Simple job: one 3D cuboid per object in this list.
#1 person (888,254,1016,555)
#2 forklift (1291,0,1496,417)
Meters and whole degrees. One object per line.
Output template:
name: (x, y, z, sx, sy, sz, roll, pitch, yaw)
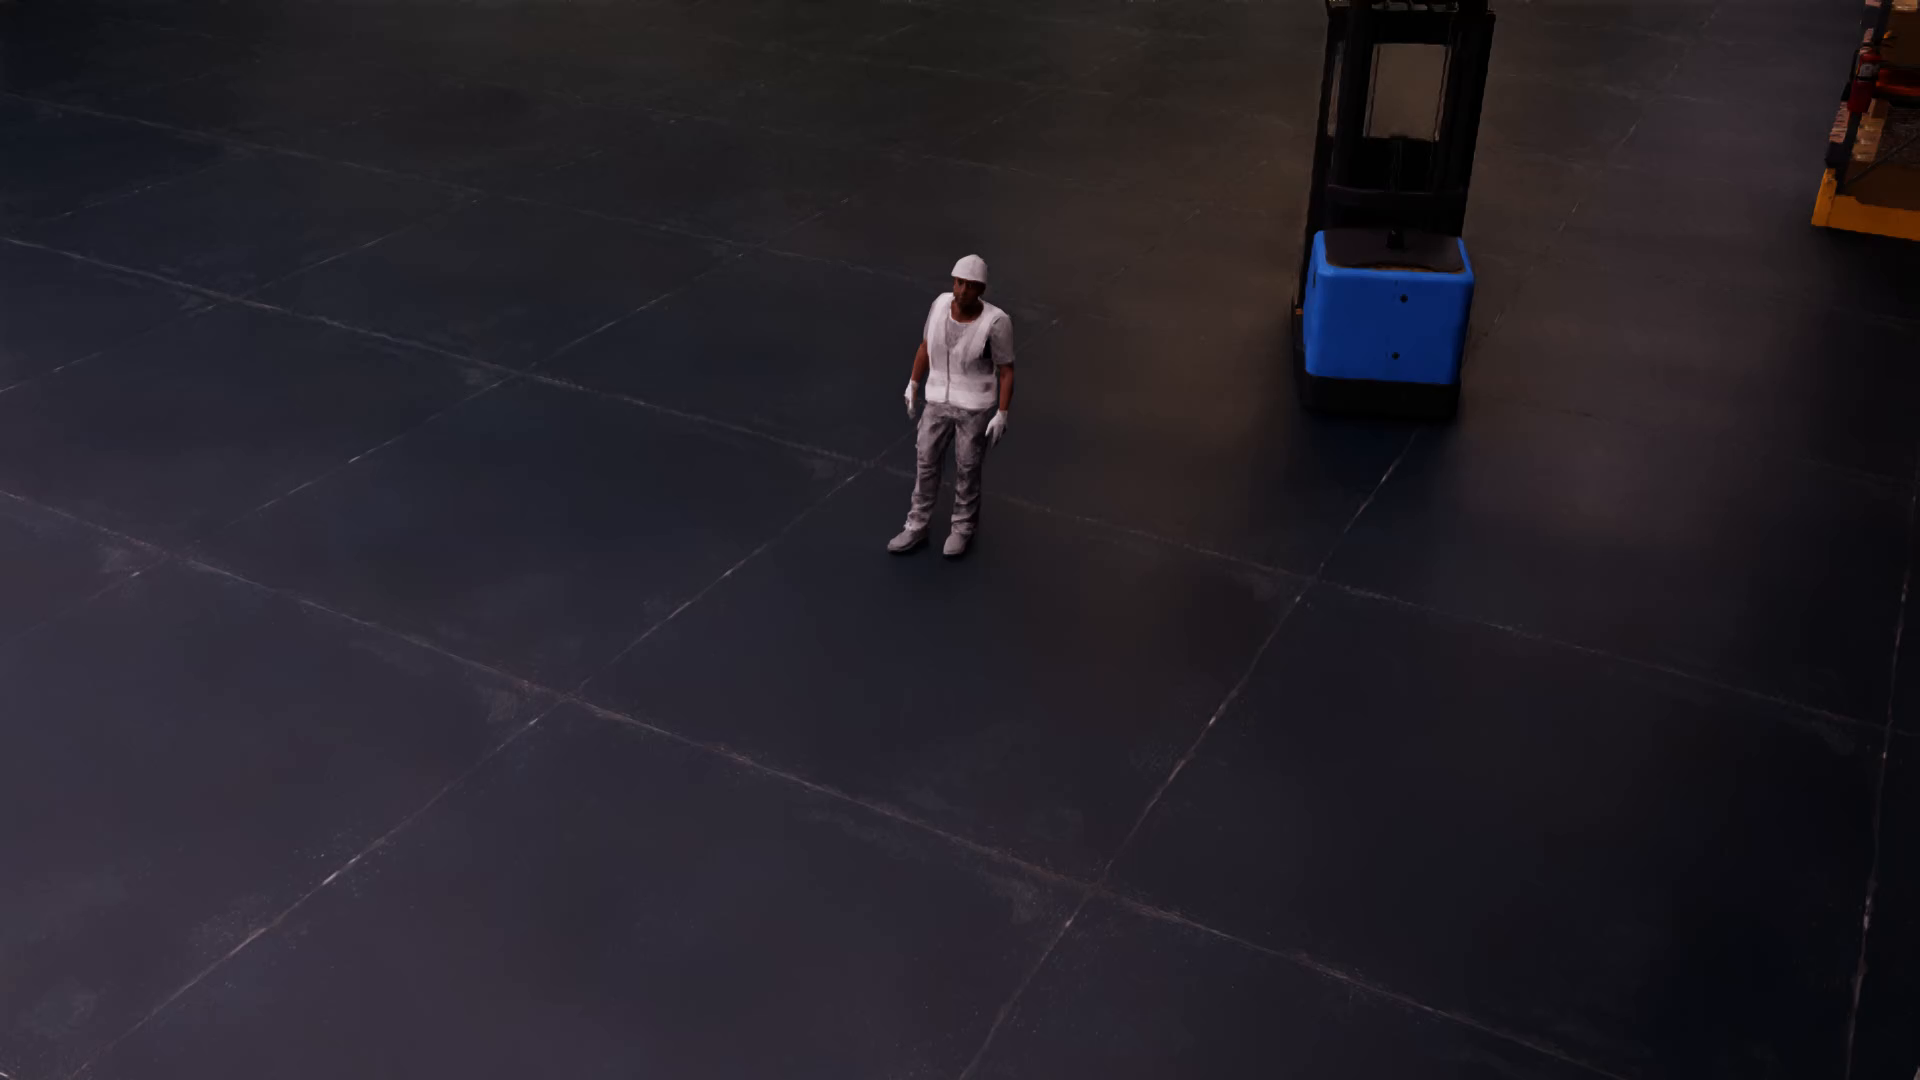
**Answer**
person: (-0.042, -0.749, 9.502, 0.655, 1.782, 0.576, 15, 33, 25)
forklift: (3.096, -2.824, 11.964, 1.130, 2.935, 3.031, 4, 30, 8)
